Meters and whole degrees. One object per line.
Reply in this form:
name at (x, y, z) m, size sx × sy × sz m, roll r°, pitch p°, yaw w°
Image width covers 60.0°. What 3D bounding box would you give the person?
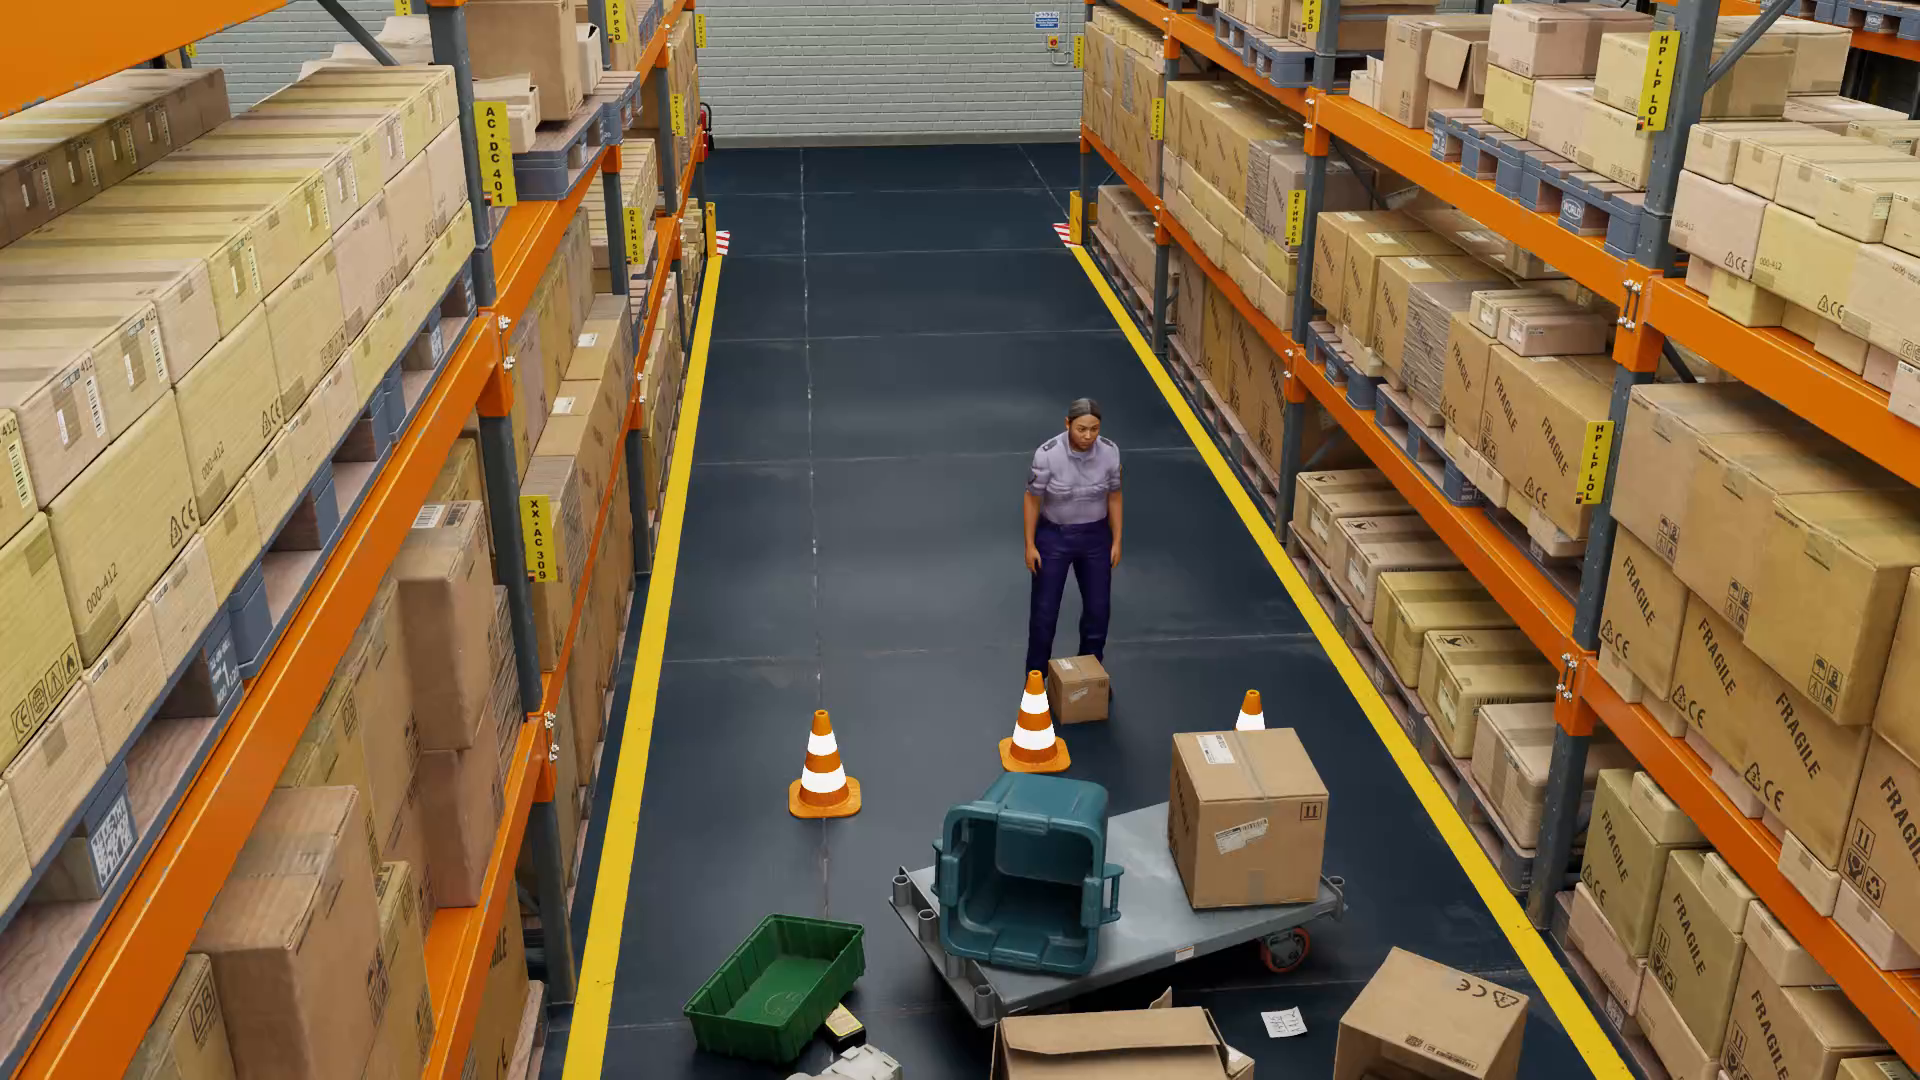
person at (0.575, 0.035, 8.533) m, size 0.537 × 1.651 × 0.372 m, roll -4°, pitch 24°, yaw -9°
